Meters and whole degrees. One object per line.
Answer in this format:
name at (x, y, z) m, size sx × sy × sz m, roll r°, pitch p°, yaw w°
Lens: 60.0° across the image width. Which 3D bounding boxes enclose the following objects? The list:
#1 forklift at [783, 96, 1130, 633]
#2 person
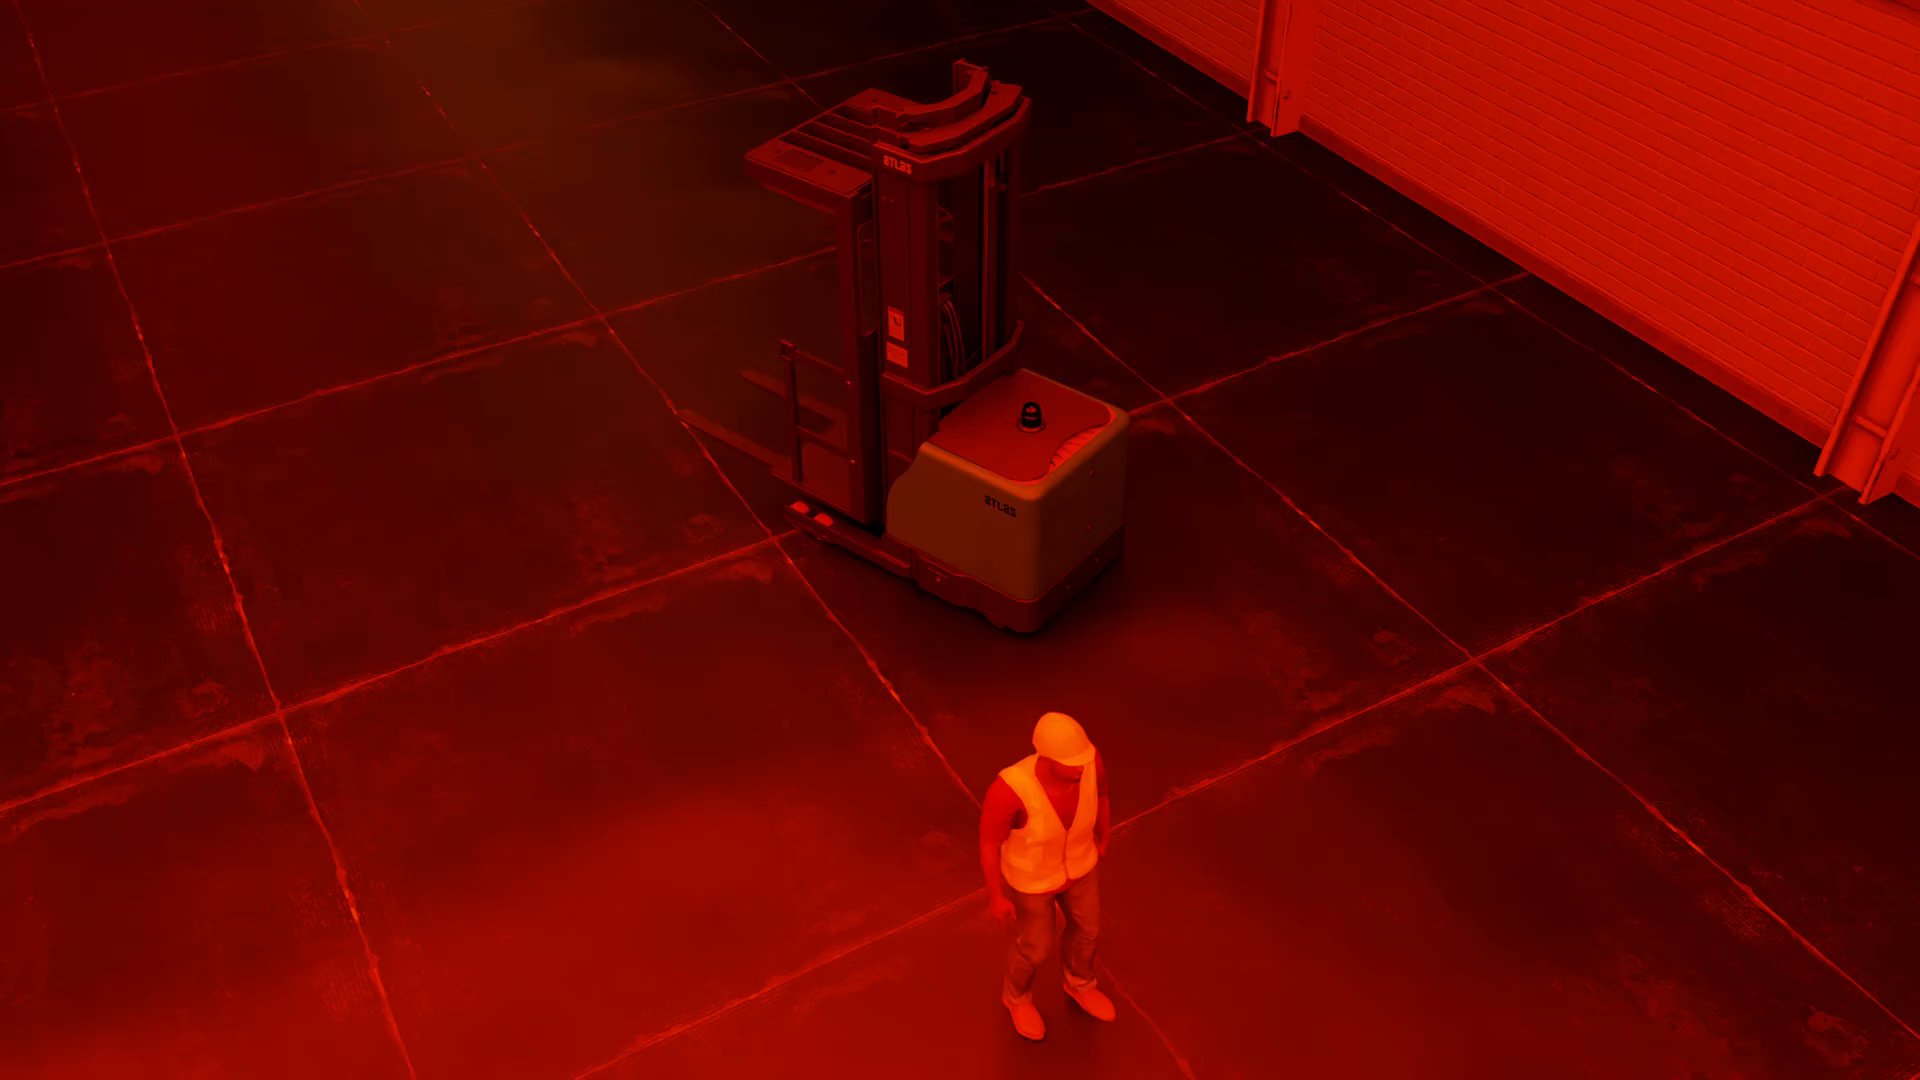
forklift at (-0.049, -1.118, 9.454) m, size 1.939 × 2.843 × 1.129 m, roll 26°, pitch 46°, yaw 28°
person at (0.422, 1.468, 7.202) m, size 0.659 × 1.784 × 0.508 m, roll -20°, pitch 44°, yaw -23°
